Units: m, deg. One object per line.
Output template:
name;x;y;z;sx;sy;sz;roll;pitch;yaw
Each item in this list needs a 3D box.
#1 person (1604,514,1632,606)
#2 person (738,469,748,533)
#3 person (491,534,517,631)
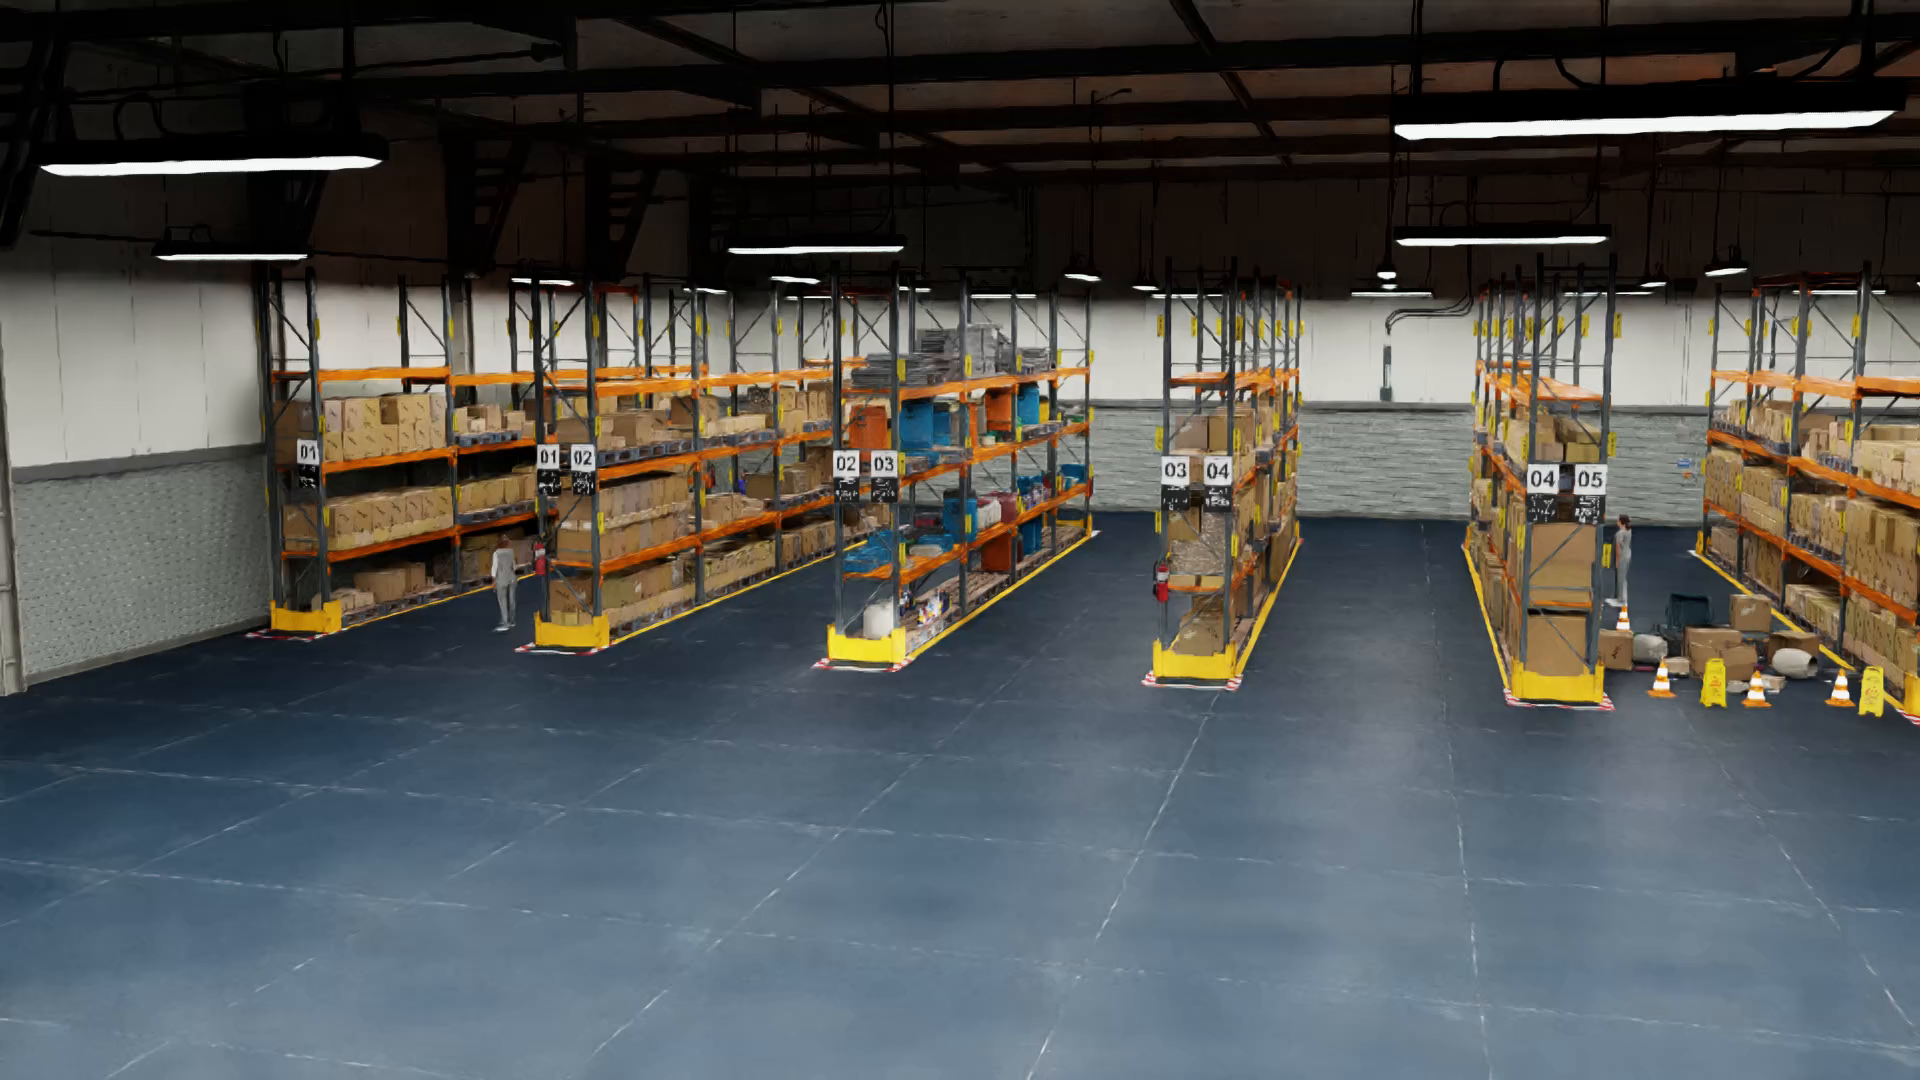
person;11.921;0.351;30.077;0.484;1.671;0.481;-7;10;-44
person;-5.257;-0.971;40.845;0.449;1.556;1.075;2;8;16
person;-7.579;0.703;27.619;0.467;1.599;0.449;-7;10;-44
